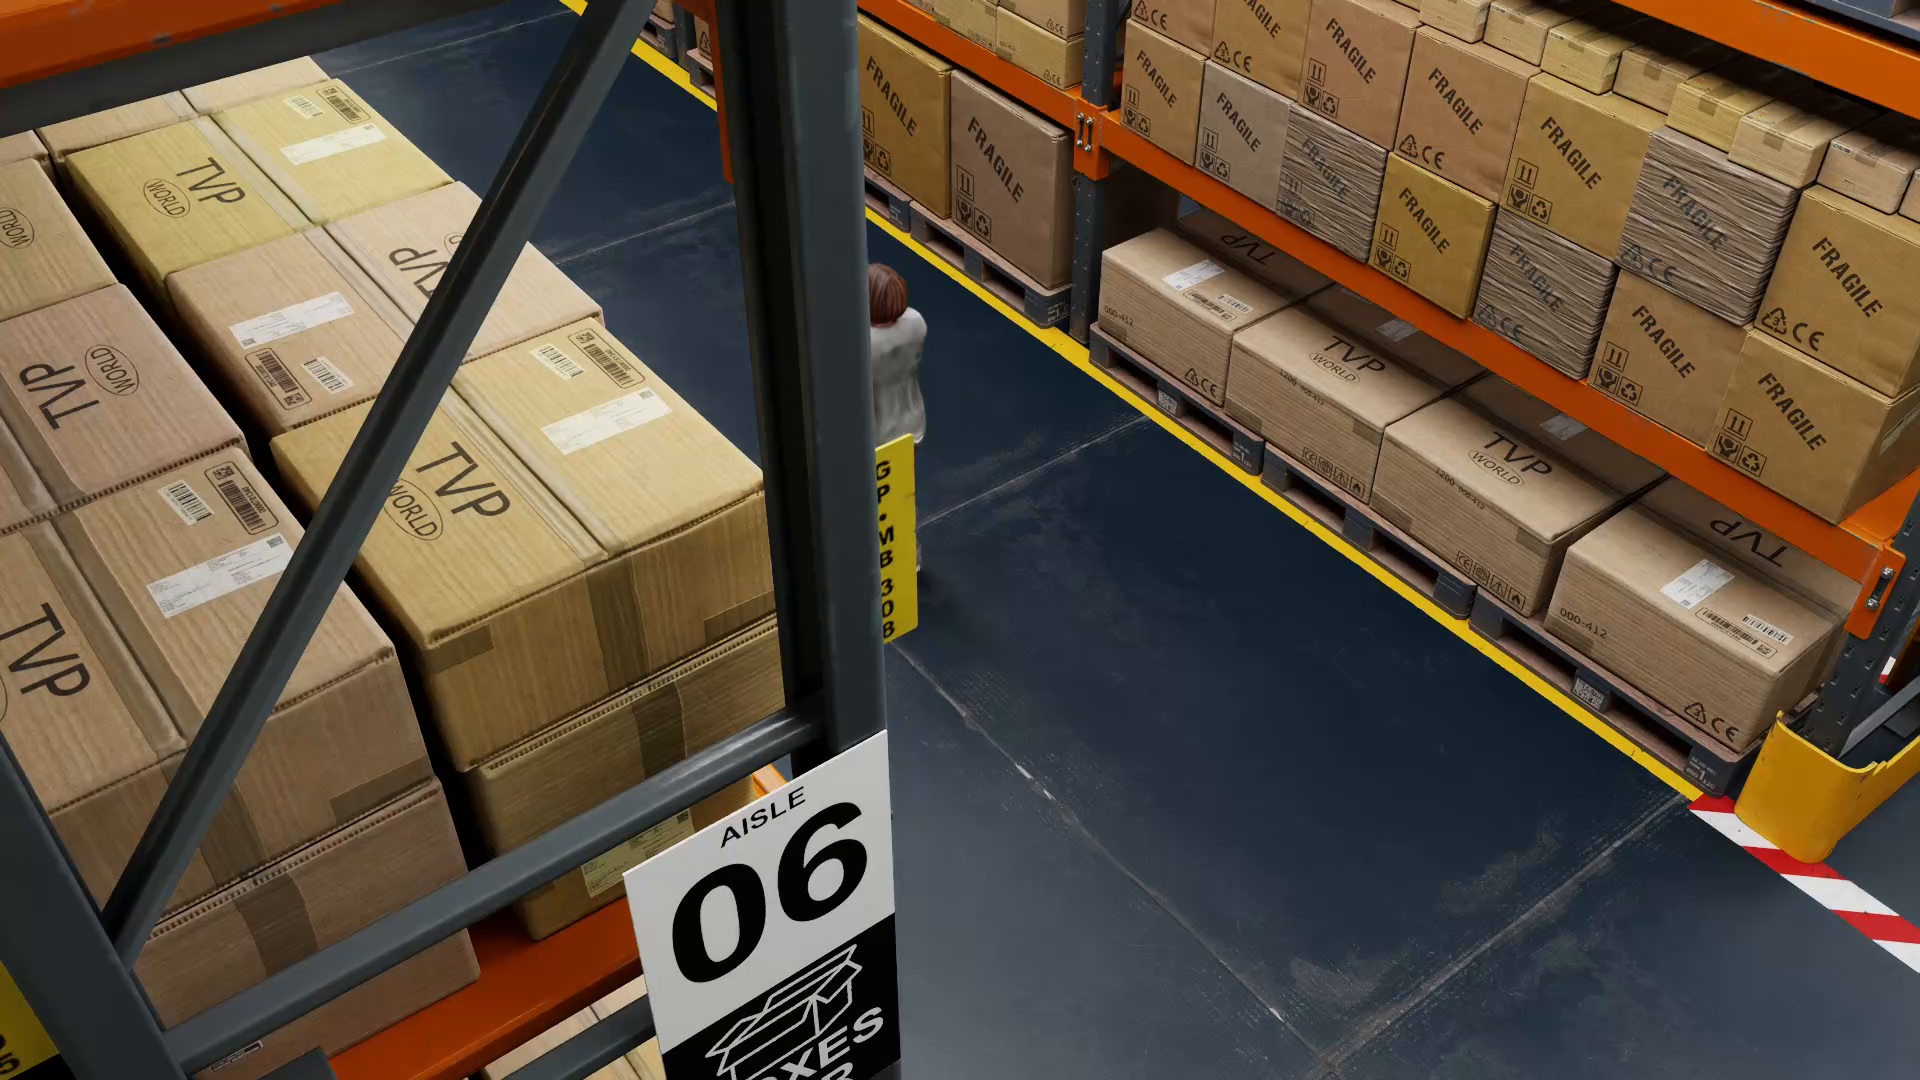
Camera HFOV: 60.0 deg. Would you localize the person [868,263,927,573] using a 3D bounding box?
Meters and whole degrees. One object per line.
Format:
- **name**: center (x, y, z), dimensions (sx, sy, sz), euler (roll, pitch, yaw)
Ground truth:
- **person**: center (-0.363, -0.476, 6.715), dimensions (0.412, 1.593, 0.488), euler (-27, 48, -27)
